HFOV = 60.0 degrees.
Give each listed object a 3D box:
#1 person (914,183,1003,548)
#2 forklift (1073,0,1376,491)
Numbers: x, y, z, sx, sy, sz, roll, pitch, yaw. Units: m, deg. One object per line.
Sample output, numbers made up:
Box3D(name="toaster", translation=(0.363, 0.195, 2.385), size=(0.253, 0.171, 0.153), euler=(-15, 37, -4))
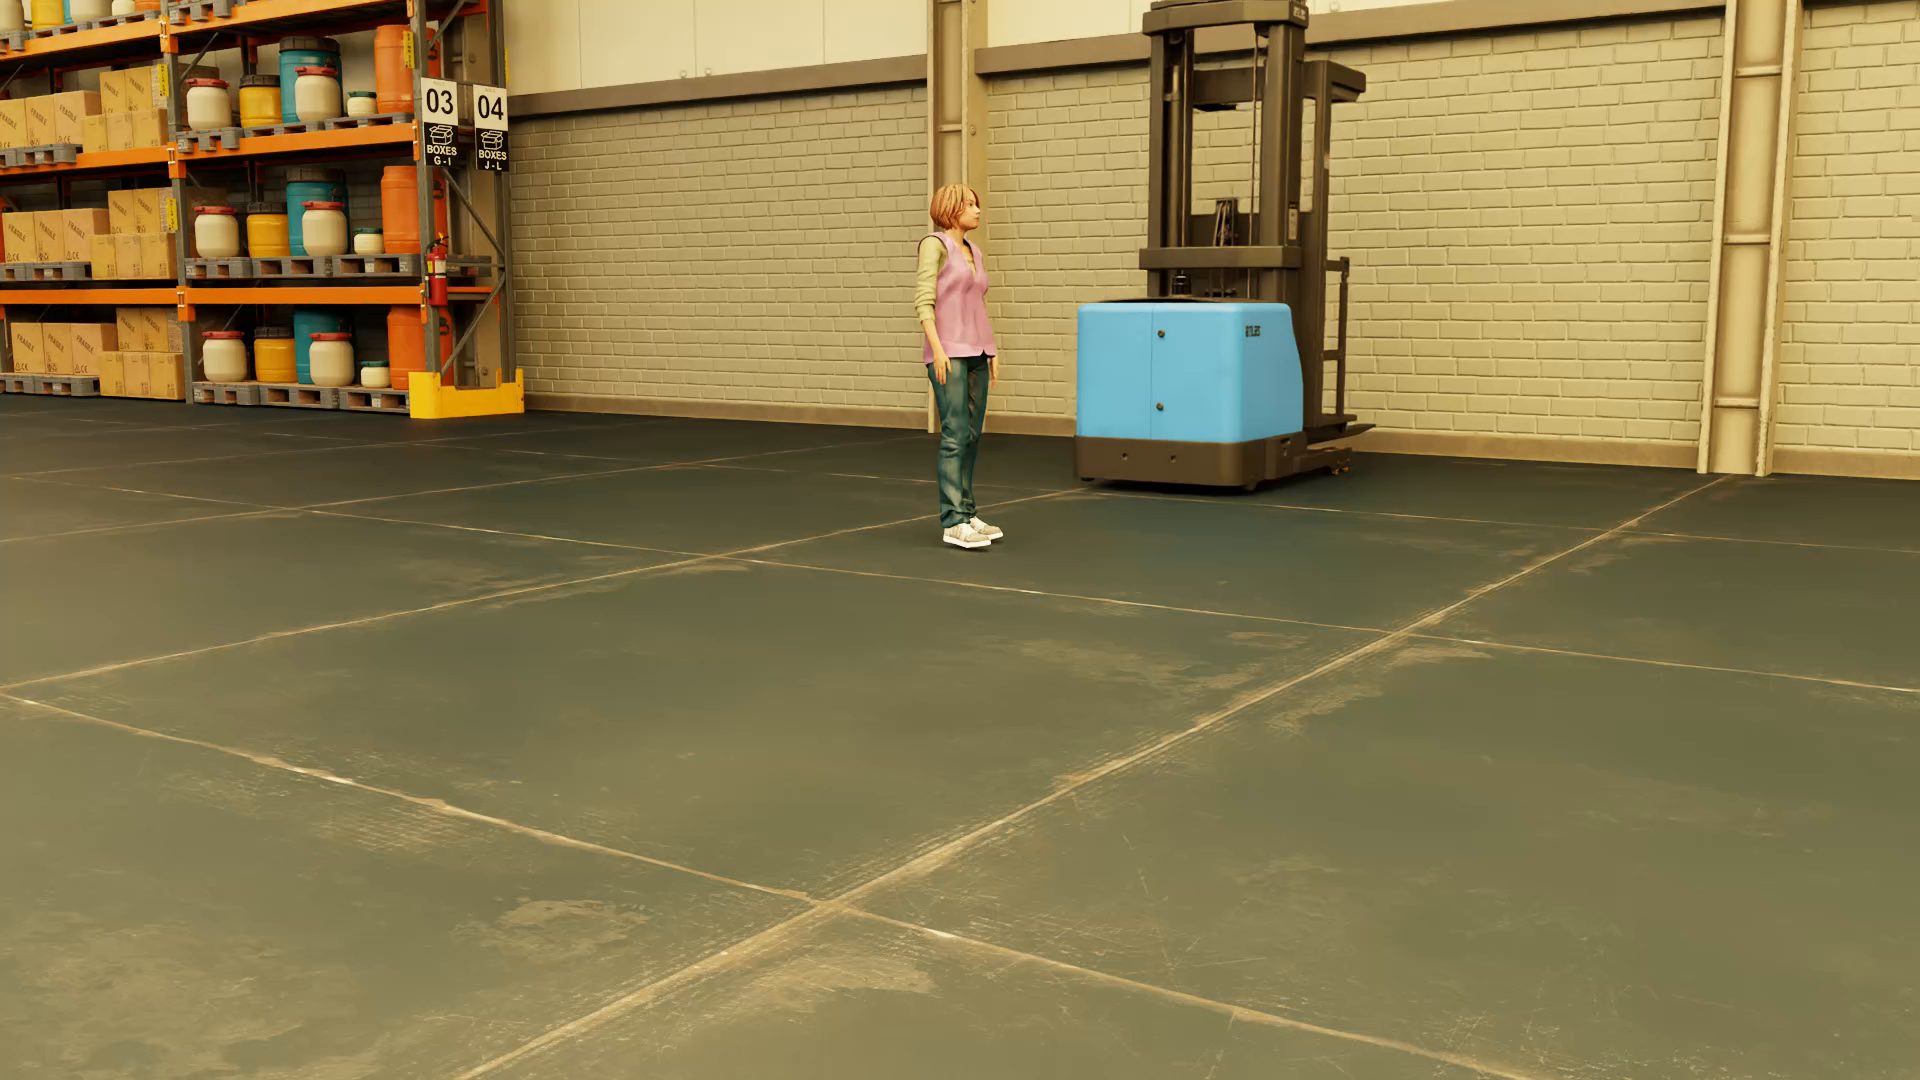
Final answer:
Box3D(name="person", translation=(0.054, -0.790, 7.438), size=(0.473, 1.599, 0.521), euler=(5, 10, 34))
Box3D(name="forklift", translation=(1.863, -1.890, 10.484), size=(1.130, 2.935, 3.031), euler=(5, 9, 31))
